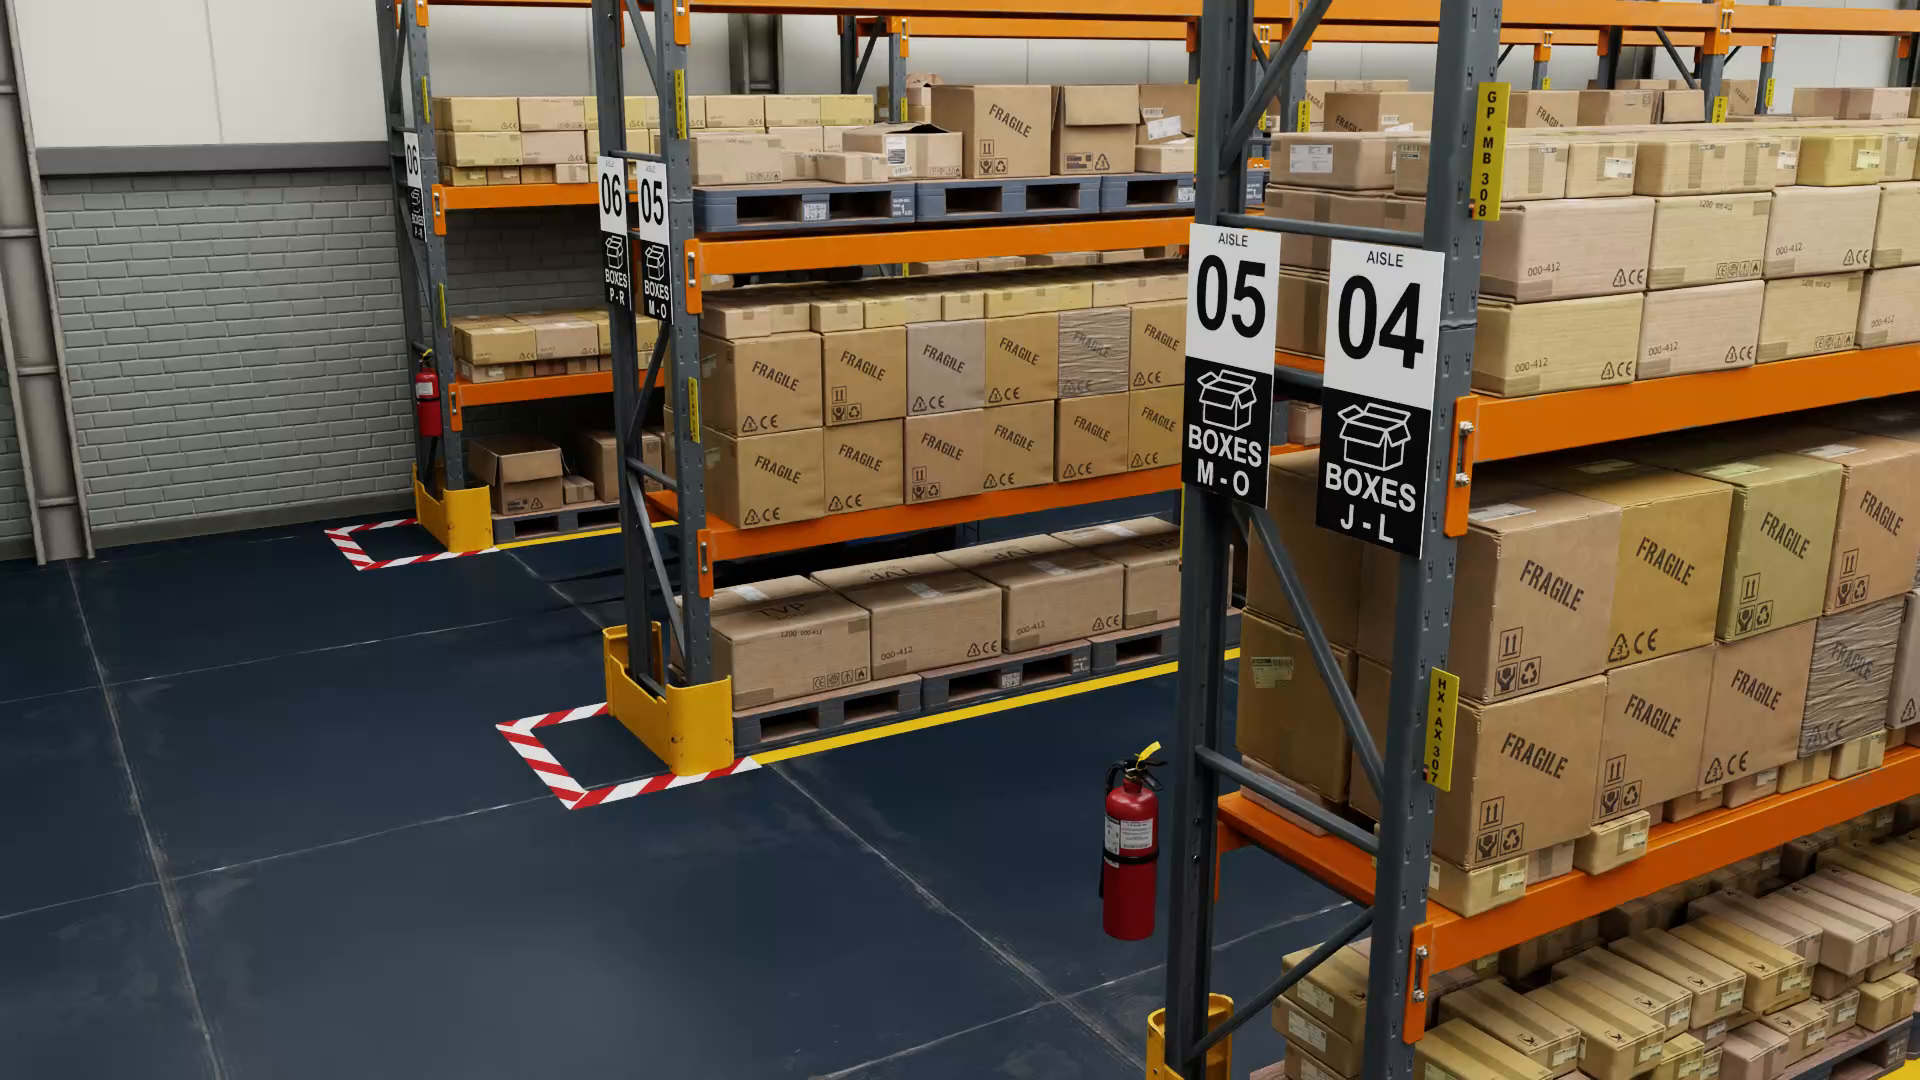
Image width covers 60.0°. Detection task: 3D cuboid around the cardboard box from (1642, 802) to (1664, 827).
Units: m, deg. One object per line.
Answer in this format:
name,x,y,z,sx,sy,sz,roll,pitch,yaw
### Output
cardboard box,2.055,0.811,5.423,0.250,0.149,0.380,-8,18,-27

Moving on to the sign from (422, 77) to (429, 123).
sign,-3.914,-3.221,12.168,0.005,0.325,0.100,-9,18,-30

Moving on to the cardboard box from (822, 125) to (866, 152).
cardboard box,-1.049,-3.428,14.251,0.500,0.250,0.500,-9,18,-30

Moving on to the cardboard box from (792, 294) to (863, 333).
cardboard box,-0.717,-1.224,8.978,0.250,0.149,0.380,-9,18,-28

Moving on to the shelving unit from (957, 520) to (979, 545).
shelving unit,0.012,-0.580,13.255,0.189,1.200,0.258,-9,18,-30

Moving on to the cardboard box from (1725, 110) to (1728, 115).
cardboard box,8.968,-5.094,19.970,0.250,0.149,0.380,-10,18,-31

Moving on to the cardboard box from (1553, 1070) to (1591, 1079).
cardboard box,1.847,1.786,5.433,0.250,0.149,0.380,-9,18,-30

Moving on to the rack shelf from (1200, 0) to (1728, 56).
rack shelf,3.509,-3.518,11.360,4.000,0.370,1.077,-9,18,-30

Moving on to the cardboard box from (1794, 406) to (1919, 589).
cardboard box,3.281,-0.163,5.844,0.500,0.500,0.500,-9,18,-28

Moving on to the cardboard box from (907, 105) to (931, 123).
cardboard box,-0.283,-3.695,14.427,0.250,0.149,0.380,-9,18,-28

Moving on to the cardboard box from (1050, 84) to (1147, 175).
cardboard box,0.655,-2.439,9.843,0.637,0.503,0.797,-8,17,-25

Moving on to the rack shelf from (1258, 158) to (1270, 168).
rack shelf,4.378,-3.970,17.790,4.000,0.370,1.077,-9,18,-30

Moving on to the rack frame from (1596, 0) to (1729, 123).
rack frame,5.224,-4.335,12.201,0.127,3.000,1.000,-9,18,-30

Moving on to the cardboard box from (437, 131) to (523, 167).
cardboard box,-3.672,-2.996,12.708,0.500,0.250,0.500,-9,18,-30

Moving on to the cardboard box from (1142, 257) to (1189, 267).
cardboard box,1.391,-1.748,10.849,0.250,0.149,0.380,-10,18,-31

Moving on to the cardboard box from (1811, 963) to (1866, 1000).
cardboard box,3.164,1.552,6.267,0.250,0.149,0.380,-10,19,-32

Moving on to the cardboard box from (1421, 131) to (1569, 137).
cardboard box,1.617,-1.169,5.079,0.250,0.149,0.380,-10,18,-31

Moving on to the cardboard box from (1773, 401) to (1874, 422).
cardboard box,3.034,-0.287,6.286,0.500,0.500,0.500,-9,18,-29

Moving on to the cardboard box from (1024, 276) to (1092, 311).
cardboard box,0.566,-1.452,9.794,0.250,0.149,0.380,-10,18,-31

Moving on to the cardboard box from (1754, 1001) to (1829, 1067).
cardboard box,2.935,1.751,6.110,0.250,0.149,0.380,-9,18,-30

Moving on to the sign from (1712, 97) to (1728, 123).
sign,5.502,-3.048,12.063,0.005,0.325,0.100,-9,18,-30

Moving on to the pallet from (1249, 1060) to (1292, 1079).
pallet,1.782,2.025,5.796,1.213,0.211,1.003,-9,18,-30

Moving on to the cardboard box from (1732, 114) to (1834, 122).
cardboard box,6.516,-3.159,13.372,0.637,0.503,0.797,-9,18,-30

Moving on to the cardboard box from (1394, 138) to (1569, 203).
cardboard box,1.397,-1.000,4.475,0.250,0.149,0.380,-9,18,-30

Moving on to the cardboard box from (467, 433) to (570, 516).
cardboard box,-3.620,-0.545,13.644,0.637,0.503,0.797,-10,19,-32

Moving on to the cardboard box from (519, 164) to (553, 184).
cardboard box,-3.361,-2.870,12.999,0.250,0.149,0.380,-9,18,-29

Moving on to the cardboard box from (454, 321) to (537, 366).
cardboard box,-3.666,-1.554,13.121,0.500,0.250,0.500,-9,18,-29

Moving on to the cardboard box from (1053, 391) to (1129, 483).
cardboard box,0.667,-0.668,10.052,0.500,0.500,0.500,-10,18,-31

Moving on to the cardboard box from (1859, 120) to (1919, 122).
cardboard box,3.620,-1.501,6.263,0.250,0.149,0.380,-9,18,-30

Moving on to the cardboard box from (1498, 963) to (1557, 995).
cardboard box,2.035,1.599,6.101,0.250,0.149,0.380,-9,18,-30

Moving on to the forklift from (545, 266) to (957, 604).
forklift,-1.495,-1.098,11.898,3.031,2.935,1.130,-12,20,-36

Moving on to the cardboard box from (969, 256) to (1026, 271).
cardboard box,0.209,-2.376,15.364,0.500,0.500,0.700,-9,18,-29

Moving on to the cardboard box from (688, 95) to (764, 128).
cardboard box,-1.943,-3.527,13.678,0.500,0.250,0.500,-9,18,-29

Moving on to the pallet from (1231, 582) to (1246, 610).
pallet,2.417,0.328,11.848,1.213,0.211,1.003,-9,18,-30

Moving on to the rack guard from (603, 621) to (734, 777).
rack guard,-1.655,0.873,9.369,0.348,0.500,1.175,-9,18,-30

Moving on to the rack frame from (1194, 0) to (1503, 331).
rack frame,1.002,-2.091,4.198,0.127,3.000,1.000,-9,18,-30

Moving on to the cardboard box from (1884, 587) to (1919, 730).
cardboard box,3.289,0.323,5.963,0.500,0.500,0.500,-9,18,-30

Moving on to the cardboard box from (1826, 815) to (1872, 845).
cardboard box,3.571,1.196,6.986,0.250,0.149,0.380,-9,18,-30

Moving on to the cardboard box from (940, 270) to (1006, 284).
cardboard box,0.075,-1.541,10.109,0.250,0.149,0.380,-9,18,-30

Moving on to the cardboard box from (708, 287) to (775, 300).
cardboard box,-1.224,-1.313,9.297,0.250,0.149,0.380,-9,18,-29

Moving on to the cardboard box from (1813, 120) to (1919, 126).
cardboard box,3.374,-1.475,6.171,0.250,0.149,0.380,-10,18,-31

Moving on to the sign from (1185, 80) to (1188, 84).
sign,1.507,-2.859,10.953,0.005,0.325,0.100,-9,18,-30

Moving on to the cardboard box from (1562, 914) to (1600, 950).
cardboard box,2.183,1.391,6.293,0.250,0.149,0.380,-8,18,-28

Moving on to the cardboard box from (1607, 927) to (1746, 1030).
cardboard box,2.495,1.526,5.811,0.250,0.149,0.380,-8,18,-28

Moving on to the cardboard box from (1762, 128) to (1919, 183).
cardboard box,2.743,-1.209,5.221,0.250,0.149,0.380,-9,18,-28

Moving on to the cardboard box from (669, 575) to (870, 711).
cardboard box,-1.120,0.583,9.743,0.875,0.438,0.875,-10,18,-32

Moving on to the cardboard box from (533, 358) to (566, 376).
cardboard box,-3.369,-1.434,13.432,0.250,0.149,0.380,-9,18,-30

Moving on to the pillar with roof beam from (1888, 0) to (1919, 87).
pillar with roof beam,15.821,-6.544,20.084,0.400,9.000,9.100,-9,18,-30

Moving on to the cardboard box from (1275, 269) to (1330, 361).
cardboard box,1.256,-0.699,5.067,0.500,0.250,0.500,-10,18,-31

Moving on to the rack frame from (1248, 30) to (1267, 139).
rack frame,2.664,-5.482,16.296,0.127,3.000,1.000,-9,18,-30

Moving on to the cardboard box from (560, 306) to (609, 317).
cardboard box,-3.066,-1.817,14.062,0.500,0.250,0.500,-9,18,-28

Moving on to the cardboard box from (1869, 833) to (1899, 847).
cardboard box,3.784,1.301,7.164,0.250,0.149,0.380,-9,18,-29

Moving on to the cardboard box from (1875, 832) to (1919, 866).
cardboard box,3.851,1.316,6.559,0.250,0.149,0.380,-9,18,-30

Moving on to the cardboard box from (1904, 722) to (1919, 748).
cardboard box,3.431,0.615,6.123,0.250,0.149,0.380,-10,19,-32

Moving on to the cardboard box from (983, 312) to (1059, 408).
cardboard box,0.228,-1.081,9.670,0.500,0.500,0.500,-9,18,-29
